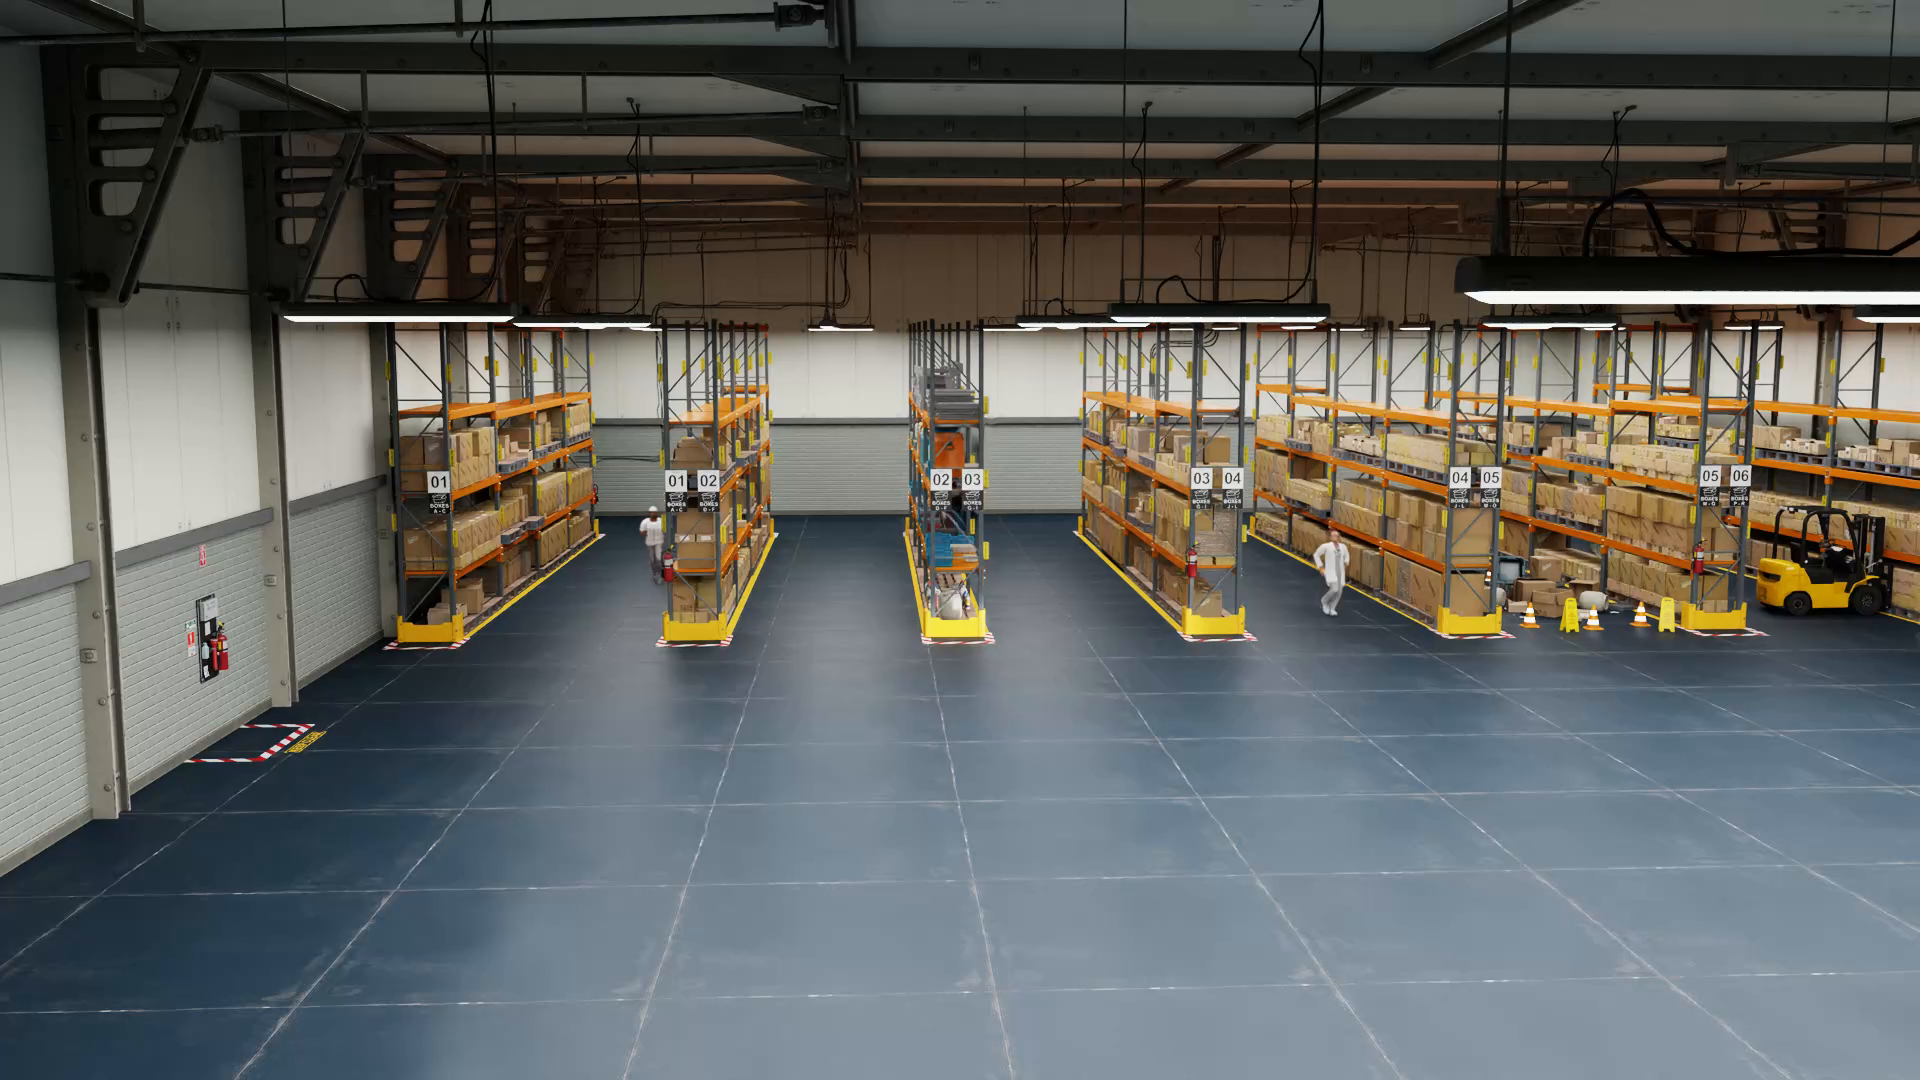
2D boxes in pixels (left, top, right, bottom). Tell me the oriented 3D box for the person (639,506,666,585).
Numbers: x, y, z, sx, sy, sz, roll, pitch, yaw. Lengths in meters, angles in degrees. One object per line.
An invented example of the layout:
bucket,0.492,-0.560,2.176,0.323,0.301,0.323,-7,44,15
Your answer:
person,-7.042,0.126,38.333,0.672,1.824,0.762,0,7,-2

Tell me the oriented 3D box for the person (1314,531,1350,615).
person,7.619,0.685,33.765,0.704,1.734,0.653,-2,7,-16

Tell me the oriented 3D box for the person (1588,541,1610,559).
person,15.892,-0.261,41.277,0.655,1.750,0.731,0,7,-4
